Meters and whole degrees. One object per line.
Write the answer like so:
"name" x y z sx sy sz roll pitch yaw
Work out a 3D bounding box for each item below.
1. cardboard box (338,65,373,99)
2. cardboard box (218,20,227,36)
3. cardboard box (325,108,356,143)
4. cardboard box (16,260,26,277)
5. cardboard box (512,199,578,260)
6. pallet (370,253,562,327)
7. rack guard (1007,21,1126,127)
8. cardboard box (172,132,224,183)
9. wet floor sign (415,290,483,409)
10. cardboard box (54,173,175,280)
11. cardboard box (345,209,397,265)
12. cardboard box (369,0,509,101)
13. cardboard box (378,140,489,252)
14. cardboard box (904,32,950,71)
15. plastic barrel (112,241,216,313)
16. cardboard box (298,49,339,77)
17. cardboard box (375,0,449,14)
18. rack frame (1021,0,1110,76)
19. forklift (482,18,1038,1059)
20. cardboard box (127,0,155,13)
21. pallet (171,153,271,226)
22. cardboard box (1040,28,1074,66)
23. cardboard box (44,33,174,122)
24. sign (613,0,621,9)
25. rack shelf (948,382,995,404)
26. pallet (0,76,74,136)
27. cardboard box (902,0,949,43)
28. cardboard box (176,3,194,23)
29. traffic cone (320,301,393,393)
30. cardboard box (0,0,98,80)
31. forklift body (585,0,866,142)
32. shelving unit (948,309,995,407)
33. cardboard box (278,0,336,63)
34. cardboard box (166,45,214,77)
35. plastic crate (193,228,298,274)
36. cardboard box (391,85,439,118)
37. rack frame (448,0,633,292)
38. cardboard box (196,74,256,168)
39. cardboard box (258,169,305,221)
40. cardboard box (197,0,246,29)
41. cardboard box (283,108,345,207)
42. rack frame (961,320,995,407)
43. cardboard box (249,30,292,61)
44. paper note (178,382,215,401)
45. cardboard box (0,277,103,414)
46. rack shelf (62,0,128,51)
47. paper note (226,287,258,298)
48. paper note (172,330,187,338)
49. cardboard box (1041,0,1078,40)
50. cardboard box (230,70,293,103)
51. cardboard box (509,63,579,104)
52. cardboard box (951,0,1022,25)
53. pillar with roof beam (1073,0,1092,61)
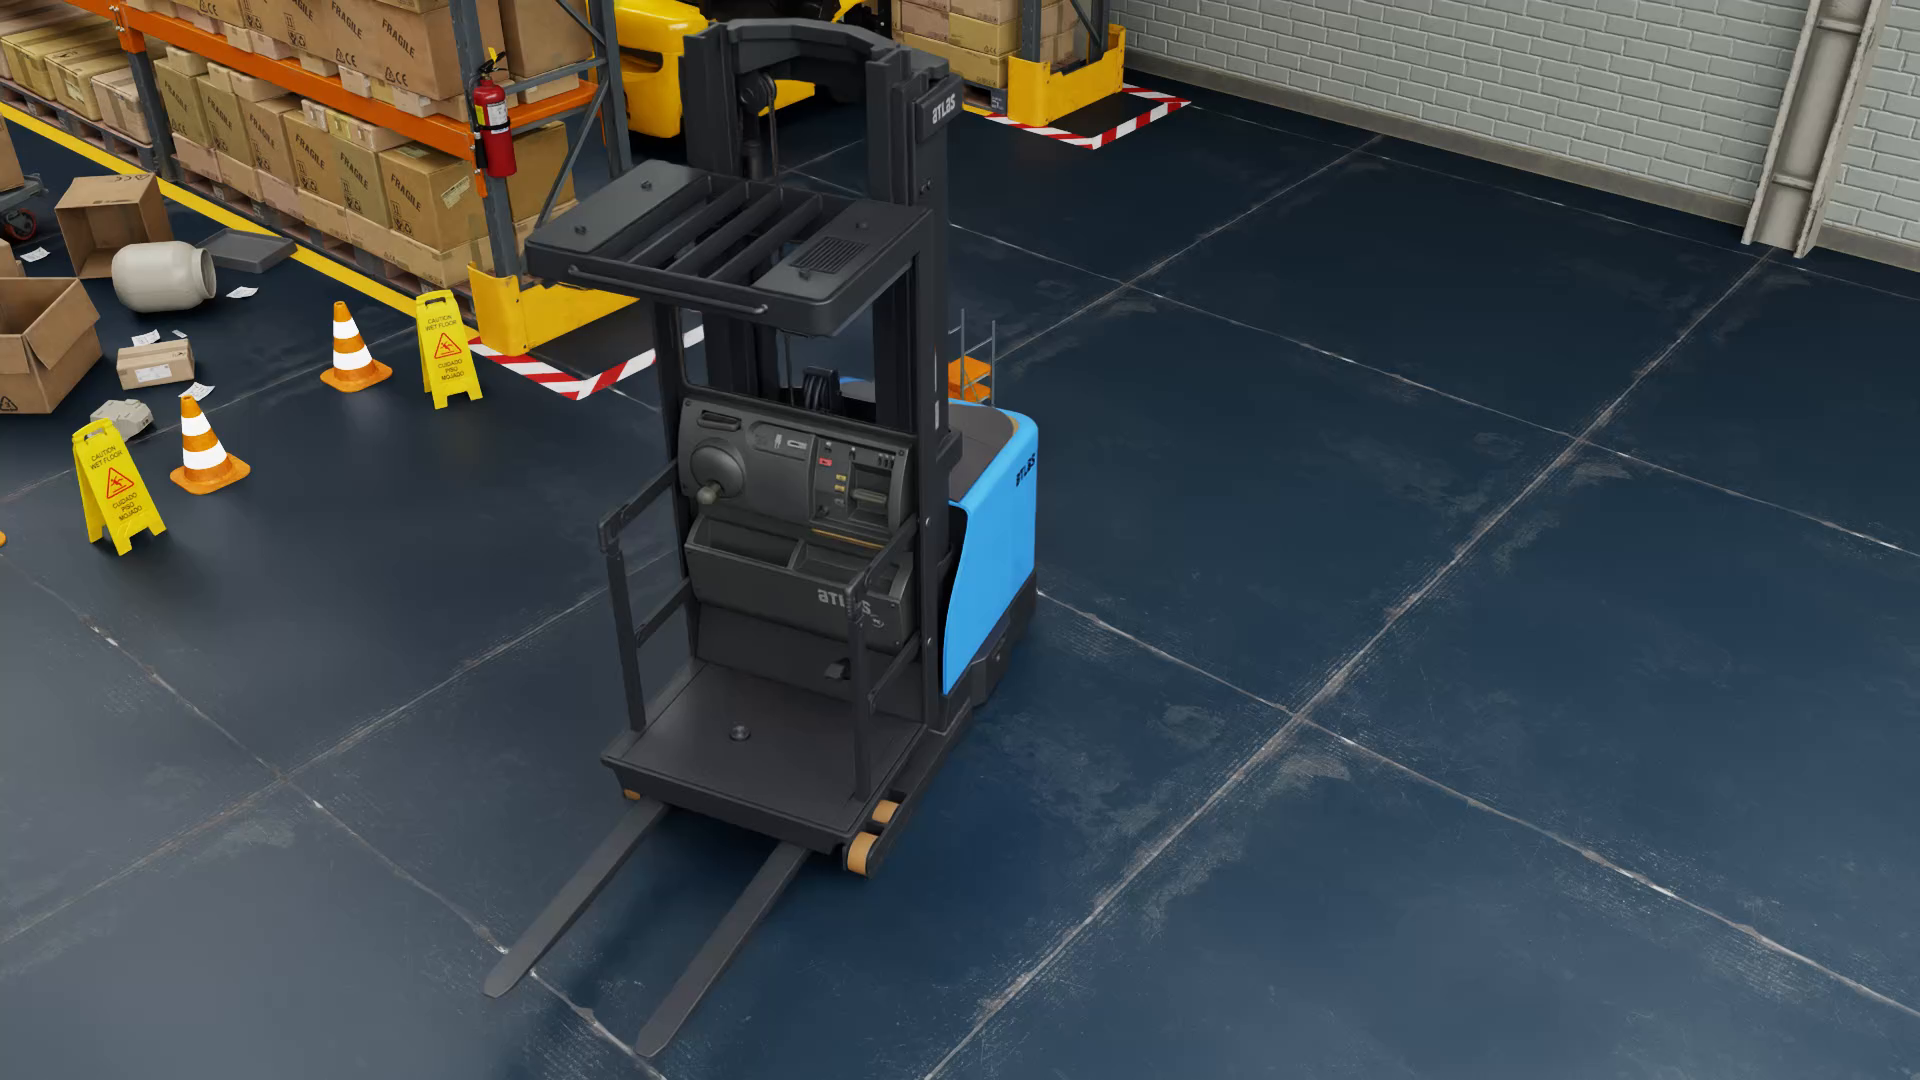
"cardboard box" -3.430 -2.759 9.840 0.250 0.149 0.380 26 42 33
"cardboard box" -4.533 -3.347 10.696 0.250 0.149 0.380 25 42 32
"cardboard box" -3.639 -2.584 10.185 0.250 0.149 0.380 26 42 33
"cardboard box" -6.161 -1.688 10.473 0.396 0.266 0.258 0 34 0
"cardboard box" -2.783 -2.047 10.639 0.500 0.250 0.500 25 42 31
"pallet" -3.000 -1.782 10.659 1.213 0.211 1.003 25 42 32
"rack guard" 0.852 -3.717 13.220 0.348 0.500 1.175 25 42 32
"cardboard box" -5.133 -2.752 11.666 0.500 0.250 0.500 23 41 30
"wet floor sign" -2.879 -1.090 9.267 0.267 0.644 0.232 -18 38 -25
"cardboard box" -5.461 -2.034 10.768 0.500 0.500 0.500 -6 35 -8
"cardboard box" -3.526 -2.001 10.572 0.500 0.250 0.500 25 42 32
"cardboard box" -2.933 -2.835 9.378 0.500 0.500 0.500 24 41 31
"cardboard box" -3.122 -2.120 10.083 0.500 0.500 0.500 26 42 32
"cardboard box" -0.106 -4.012 13.501 0.500 0.250 0.500 25 42 32
"plastic barrel" -4.896 -1.622 10.238 0.512 0.421 0.421 -6 35 -8
"cardboard box" -3.792 -2.966 10.142 0.250 0.149 0.380 25 42 31
"cardboard box" -2.872 -3.261 9.114 0.500 0.500 0.700 24 41 31
"rack frame" 0.833 -4.756 12.525 0.127 3.000 1.000 25 42 32
"forklift" -0.705 -0.201 5.953 1.130 2.935 3.031 14 37 19
"cardboard box" -5.377 -3.686 11.190 0.250 0.149 0.380 25 42 32
"pallet" -4.875 -2.666 11.946 1.213 0.211 1.003 25 42 32
"cardboard box" 0.581 -4.058 13.568 0.500 0.250 0.500 25 42 32
"cardboard box" -6.373 -3.581 12.765 0.625 0.372 0.950 28 43 34
"sign" -1.993 -3.188 9.477 0.005 0.325 0.100 25 42 32
"rack shelf" 0.011 -0.651 7.792 0.180 0.103 0.258 25 42 32
"pallet" -6.955 -3.617 13.331 1.213 0.211 1.003 25 42 32
"cardboard box" -0.120 -4.228 13.373 0.500 0.250 0.500 25 42 31
"cardboard box" -4.926 -3.534 10.969 0.250 0.149 0.380 25 42 32
"traffic cone" -3.496 -1.143 9.506 0.334 0.463 0.336 25 42 32
"cardboard box" -7.488 -4.110 13.535 0.625 0.372 0.950 24 41 31
"forklift body" -1.791 -4.299 12.610 1.214 2.155 2.313 25 42 32
"shelving unit" 0.011 -0.489 7.903 0.189 1.200 0.258 25 42 32
"cardboard box" -3.697 -3.201 9.911 0.500 0.500 0.500 25 42 32
"cardboard box" -5.076 -3.257 11.166 0.250 0.149 0.380 26 42 32
"plastic crate" -4.732 -1.915 10.967 0.583 0.080 0.402 12 36 16
"cardboard box" -3.030 -2.577 9.575 0.250 0.149 0.380 25 42 31
"rack frame" -2.340 -2.595 9.379 0.127 3.000 1.000 25 42 32
"cardboard box" -4.714 -2.872 11.178 0.500 0.500 0.500 27 43 34
"cardboard box" -4.306 -2.373 11.113 0.500 0.250 0.500 25 41 31
"cardboard box" -4.476 -3.568 10.444 0.500 0.500 0.500 25 42 31
"cardboard box" -3.909 -2.494 10.627 0.500 0.500 0.500 24 41 31
"rack frame" 0.081 -0.456 7.854 0.006 1.200 0.240 25 42 32
"cardboard box" -4.188 -3.140 10.394 0.250 0.149 0.380 25 42 32
"paper note" -4.340 -0.847 9.457 0.142 0.019 0.148 12 36 16
"cardboard box" -5.310 -1.100 9.408 0.637 0.503 0.797 0 34 0
"rack shelf" -6.951 -4.471 12.747 4.000 0.370 1.077 25 42 32
"paper note" -4.534 -1.569 10.508 0.148 0.019 0.142 12 36 16
"paper note" -4.721 -1.247 10.057 0.123 0.001 0.032 25 42 32
"cardboard box" 0.605 -4.262 13.423 0.500 0.250 0.500 26 42 33
"cardboard box" -4.471 -2.976 10.756 0.250 0.149 0.380 28 43 34
"cardboard box" -2.469 -2.704 9.760 0.250 0.149 0.380 25 42 32
"cardboard box" 0.280 -4.239 12.947 0.500 0.250 0.500 27 43 33
"pillar with roof beam" -1.880 -6.000 9.038 0.400 9.000 9.100 25 42 32
